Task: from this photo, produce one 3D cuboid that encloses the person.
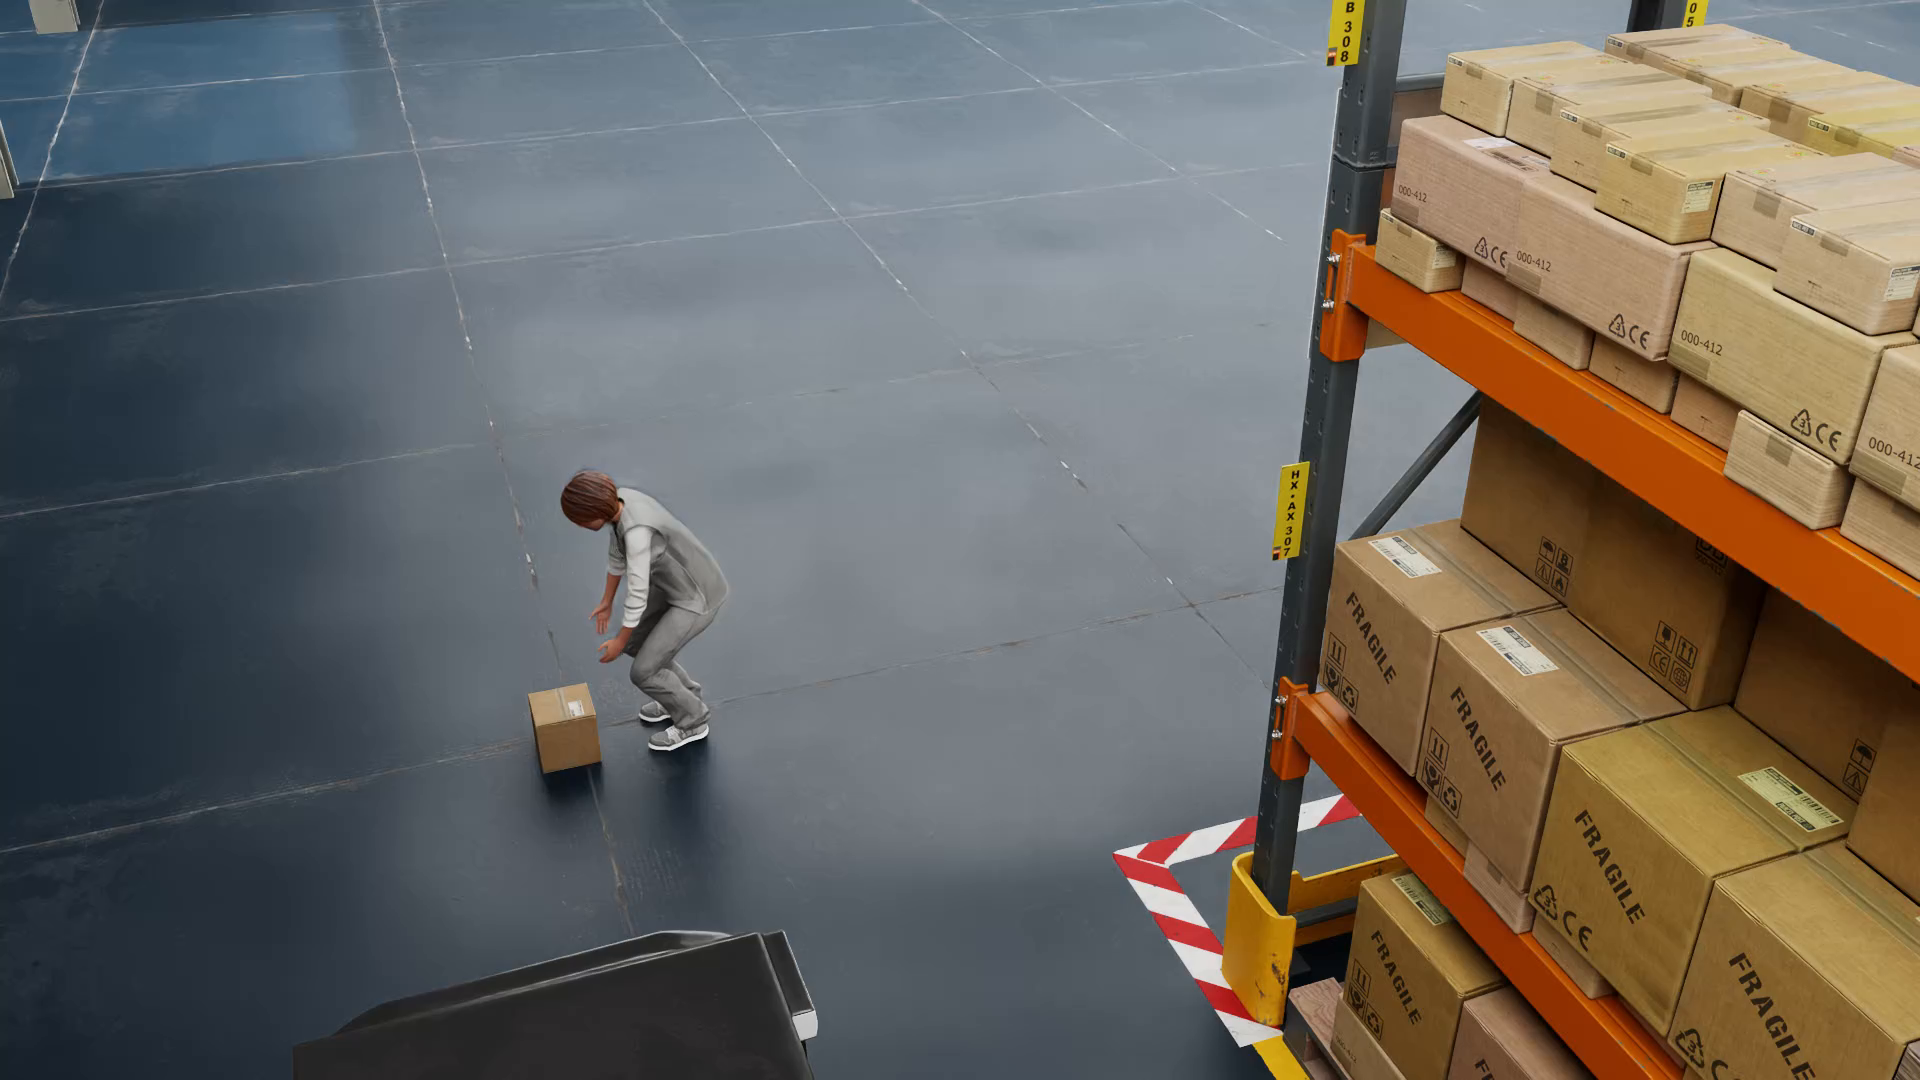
[{"bbox_3d":[-1.276,0.279,6.940,0.640,1.325,0.462,-10,32,-17],"label":"person"}]
